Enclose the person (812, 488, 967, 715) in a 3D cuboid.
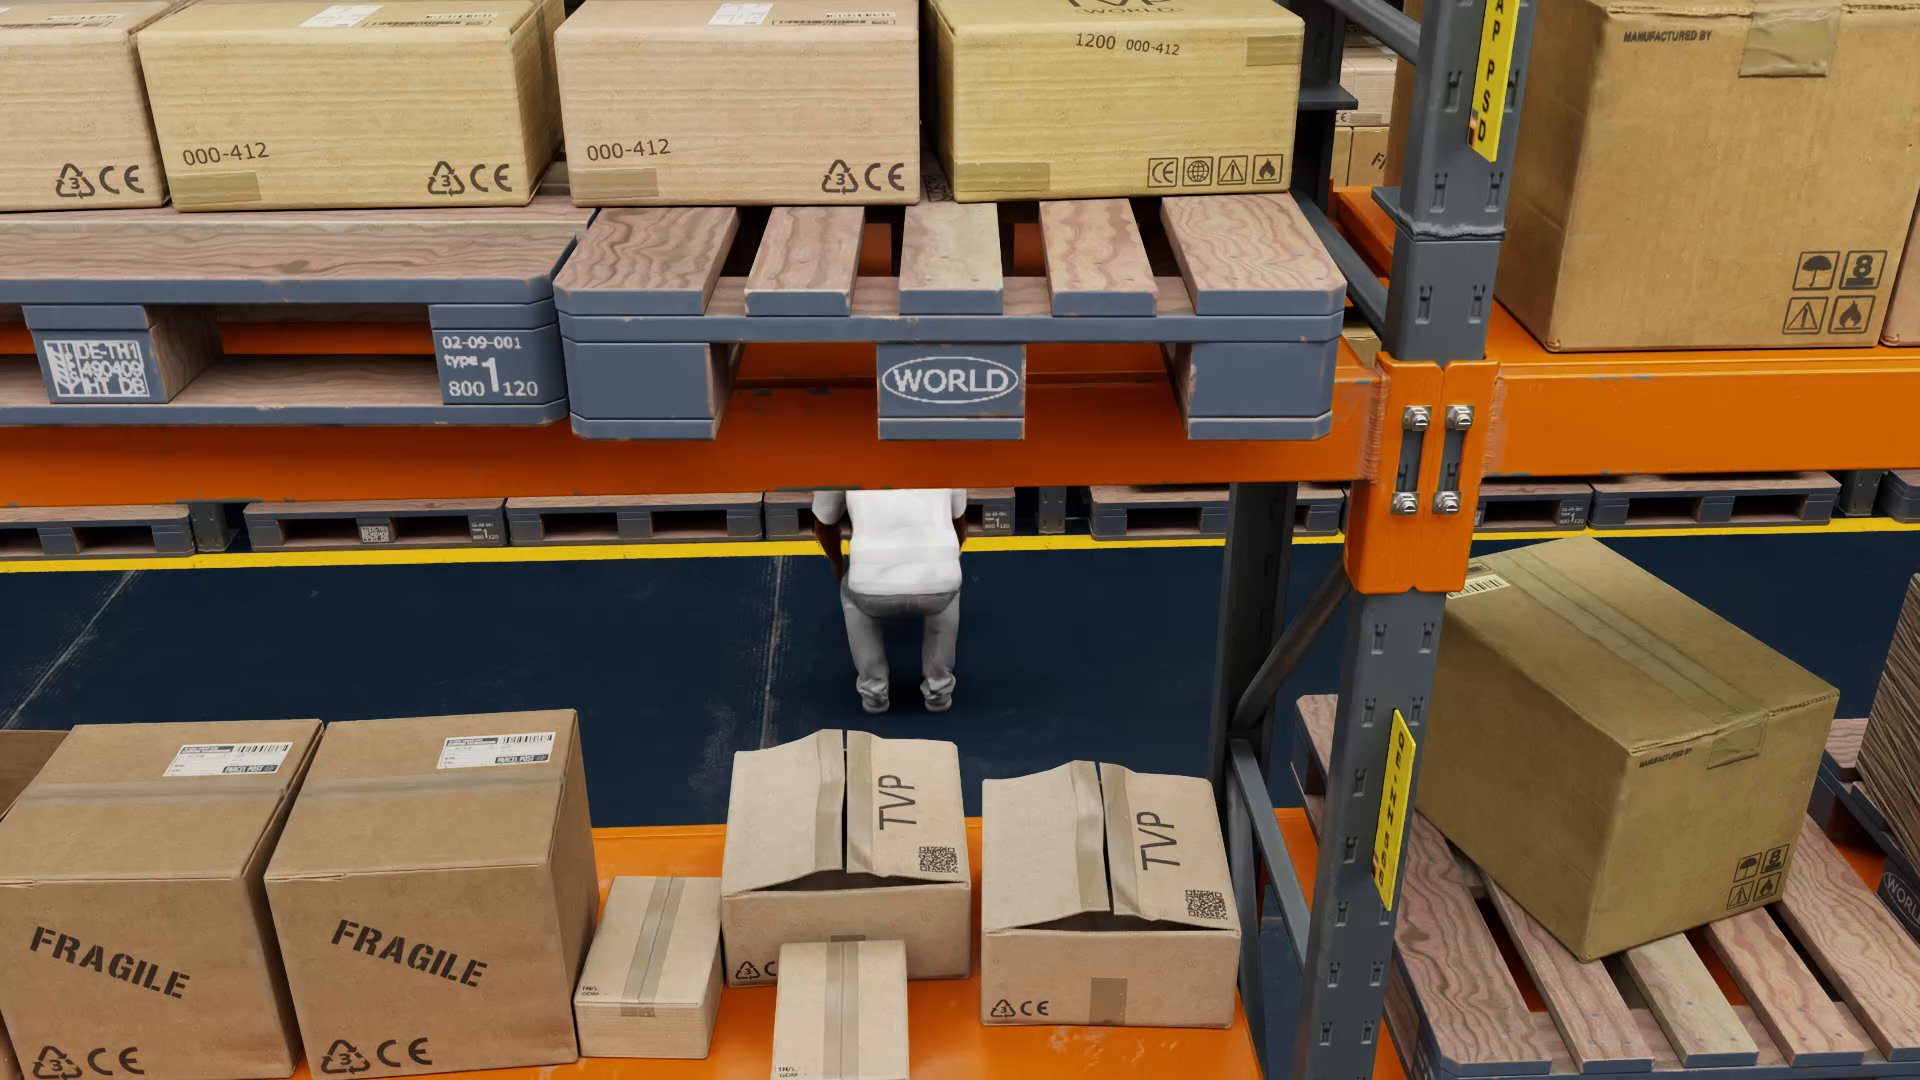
[{"bbox_3d":[-0.272,0.060,6.588,0.620,1.207,0.839,-1,27,-3],"label":"person"}]
